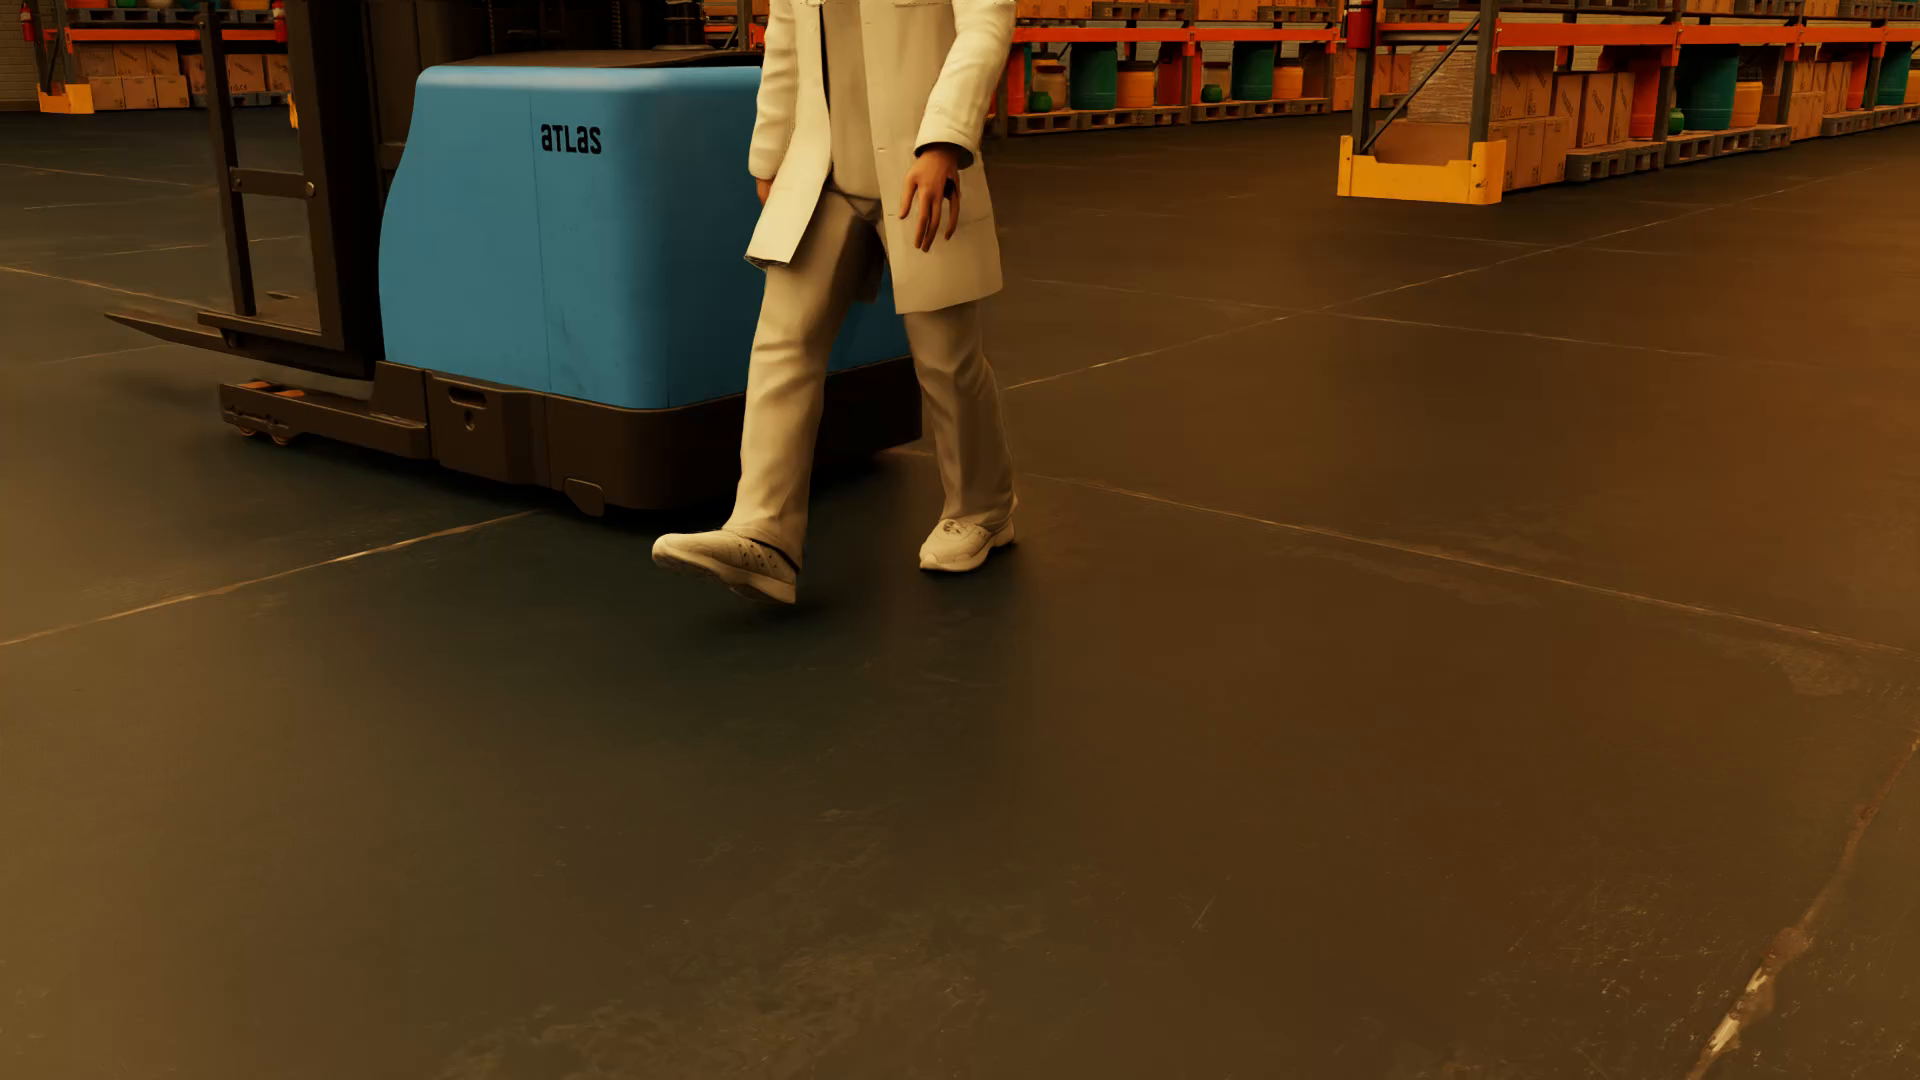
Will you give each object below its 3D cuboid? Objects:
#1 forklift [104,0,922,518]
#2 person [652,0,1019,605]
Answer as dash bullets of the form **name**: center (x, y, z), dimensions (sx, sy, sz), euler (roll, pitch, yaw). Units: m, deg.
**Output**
- **forklift**: center (-1.577, -1.782, 4.766), dimensions (3.031, 2.935, 1.130), euler (13, 21, 36)
- **person**: center (-0.234, -0.725, 3.364), dimensions (0.741, 1.730, 0.992), euler (9, 19, 27)
